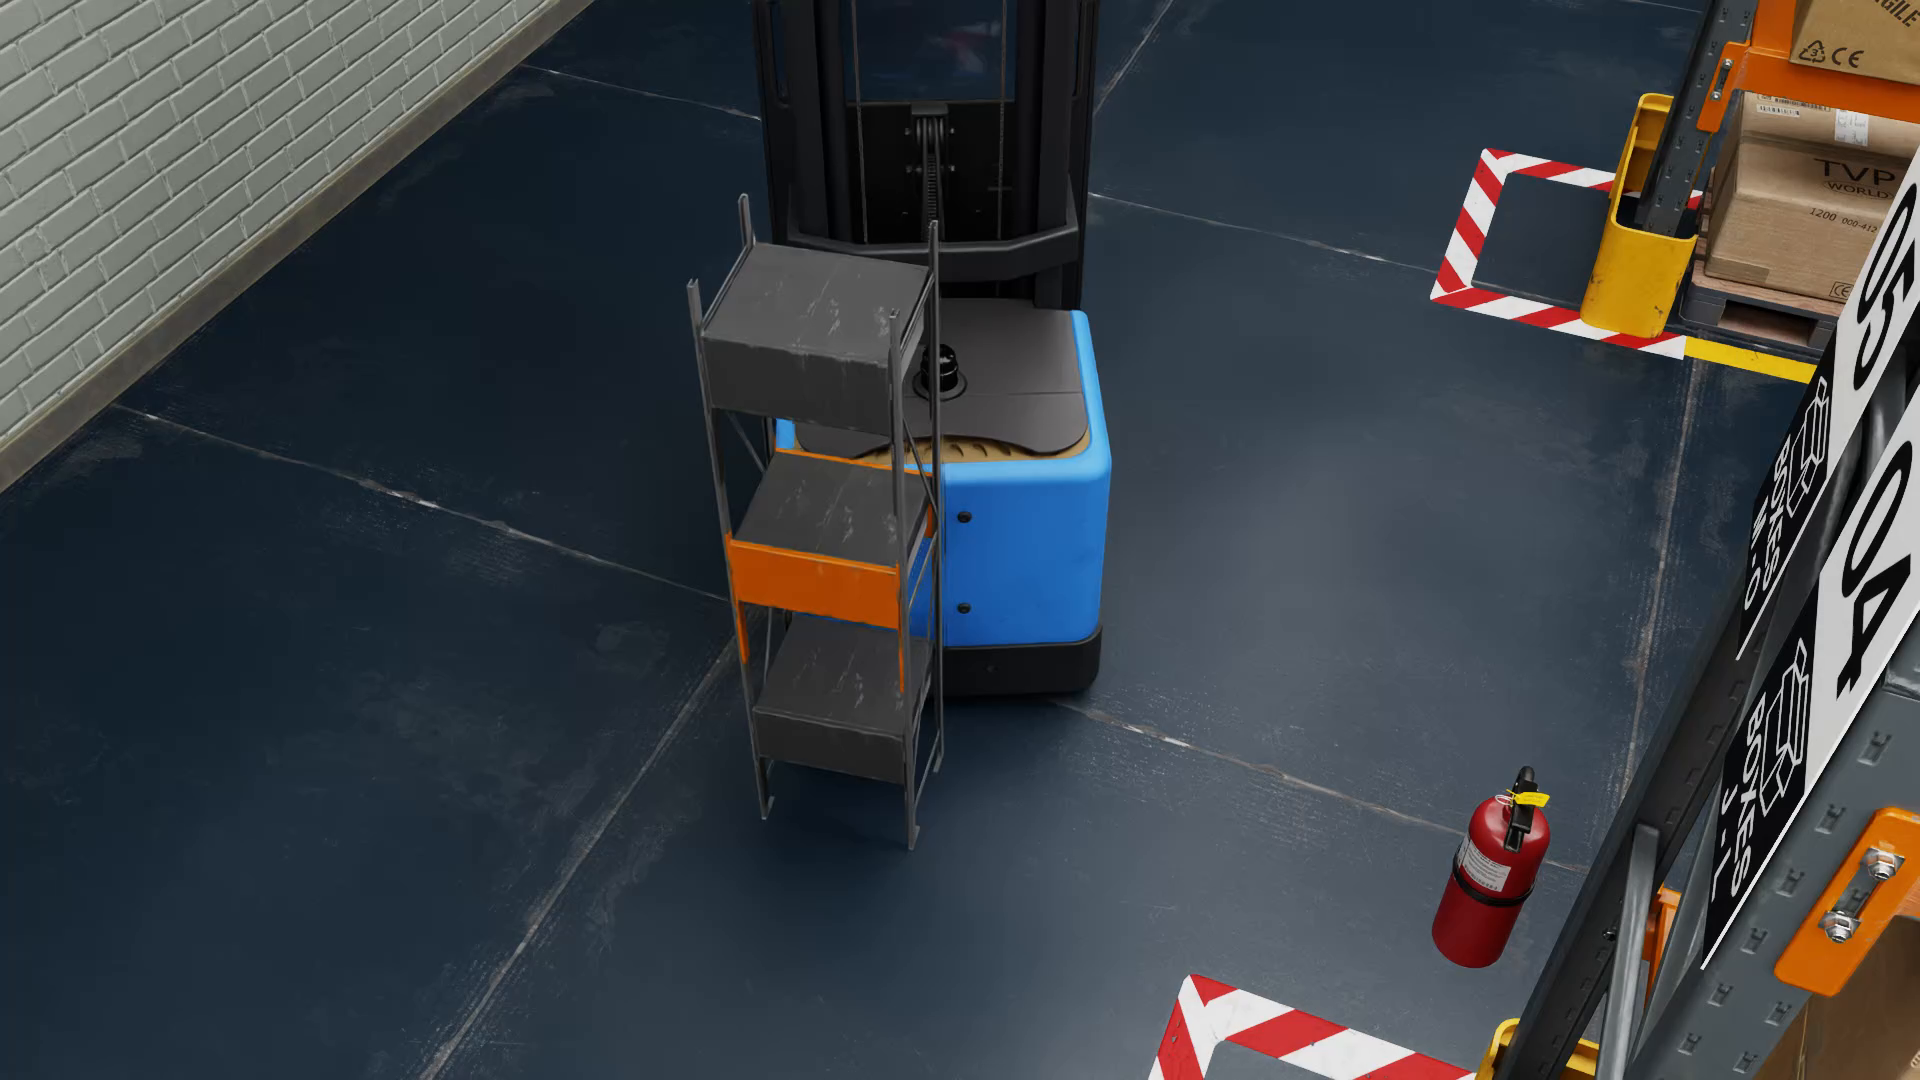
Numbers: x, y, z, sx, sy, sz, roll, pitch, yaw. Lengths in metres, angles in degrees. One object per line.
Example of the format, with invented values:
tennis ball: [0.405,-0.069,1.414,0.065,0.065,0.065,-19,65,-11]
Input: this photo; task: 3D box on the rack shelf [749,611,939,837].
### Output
rack shelf: [-0.345,0.566,5.204,0.480,0.518,0.431,10,46,10]

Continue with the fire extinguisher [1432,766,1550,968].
fire extinguisher: [1.210,0.711,3.728,0.183,0.674,0.296,16,47,16]

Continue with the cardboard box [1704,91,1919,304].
cardboard box: [3.725,-1.456,7.105,0.875,0.438,0.875,15,47,15]

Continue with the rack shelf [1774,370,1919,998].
rack shelf: [3.110,0.655,1.848,4.000,0.370,1.077,16,47,16]

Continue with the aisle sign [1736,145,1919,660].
aisle sign: [1.313,-0.216,2.498,0.004,0.787,0.394,16,47,16]

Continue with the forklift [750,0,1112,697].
forklift: [-0.121,-1.526,5.706,1.130,2.935,3.031,-2,45,-2]

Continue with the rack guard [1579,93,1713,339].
rack guard: [3.055,-1.450,7.353,0.348,0.500,1.175,16,47,16]

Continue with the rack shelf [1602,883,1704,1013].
rack shelf: [3.110,1.719,2.906,4.000,0.370,1.077,16,47,16]

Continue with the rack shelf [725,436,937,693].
rack shelf: [-0.345,0.070,4.710,0.480,0.518,0.431,10,46,10]

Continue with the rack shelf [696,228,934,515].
rack shelf: [-0.345,-0.426,4.216,0.480,0.518,0.431,10,46,10]

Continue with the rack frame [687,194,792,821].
rack frame: [-0.582,0.020,4.741,0.015,2.100,0.400,10,46,10]

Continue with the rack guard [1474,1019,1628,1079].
rack guard: [1.335,1.827,4.059,0.348,0.500,1.175,16,47,16]

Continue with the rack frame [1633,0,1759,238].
rack frame: [3.077,-2.329,6.464,0.127,3.000,1.000,16,47,16]

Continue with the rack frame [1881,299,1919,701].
rack frame: [1.264,-1.206,1.082,0.127,3.000,1.000,16,47,16]

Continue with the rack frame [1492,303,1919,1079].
rack frame: [1.264,0.920,3.198,0.127,3.000,1.000,16,47,16]

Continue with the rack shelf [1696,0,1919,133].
rack shelf: [4.923,-1.531,6.172,4.000,0.370,1.077,16,47,16]

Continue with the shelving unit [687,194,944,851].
shelving unit: [-0.345,0.060,4.700,0.503,2.100,0.431,10,46,10]

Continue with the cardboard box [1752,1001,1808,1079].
cardboard box: [1.572,1.081,2.755,0.500,0.500,0.500,19,48,18]

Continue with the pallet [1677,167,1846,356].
pallet: [3.845,-1.175,7.281,1.213,0.211,1.003,16,47,16]

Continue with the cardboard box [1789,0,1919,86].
cardboard box: [3.409,-2.047,6.110,0.500,0.500,0.500,16,47,16]

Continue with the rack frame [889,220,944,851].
rack frame: [-0.108,0.101,4.660,0.015,2.100,0.400,10,46,10]

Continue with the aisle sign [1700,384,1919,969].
aisle sign: [1.082,0.174,2.105,0.004,0.787,0.394,16,47,16]

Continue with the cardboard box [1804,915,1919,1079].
cardboard box: [1.577,0.720,2.409,0.500,0.500,0.500,16,47,16]
